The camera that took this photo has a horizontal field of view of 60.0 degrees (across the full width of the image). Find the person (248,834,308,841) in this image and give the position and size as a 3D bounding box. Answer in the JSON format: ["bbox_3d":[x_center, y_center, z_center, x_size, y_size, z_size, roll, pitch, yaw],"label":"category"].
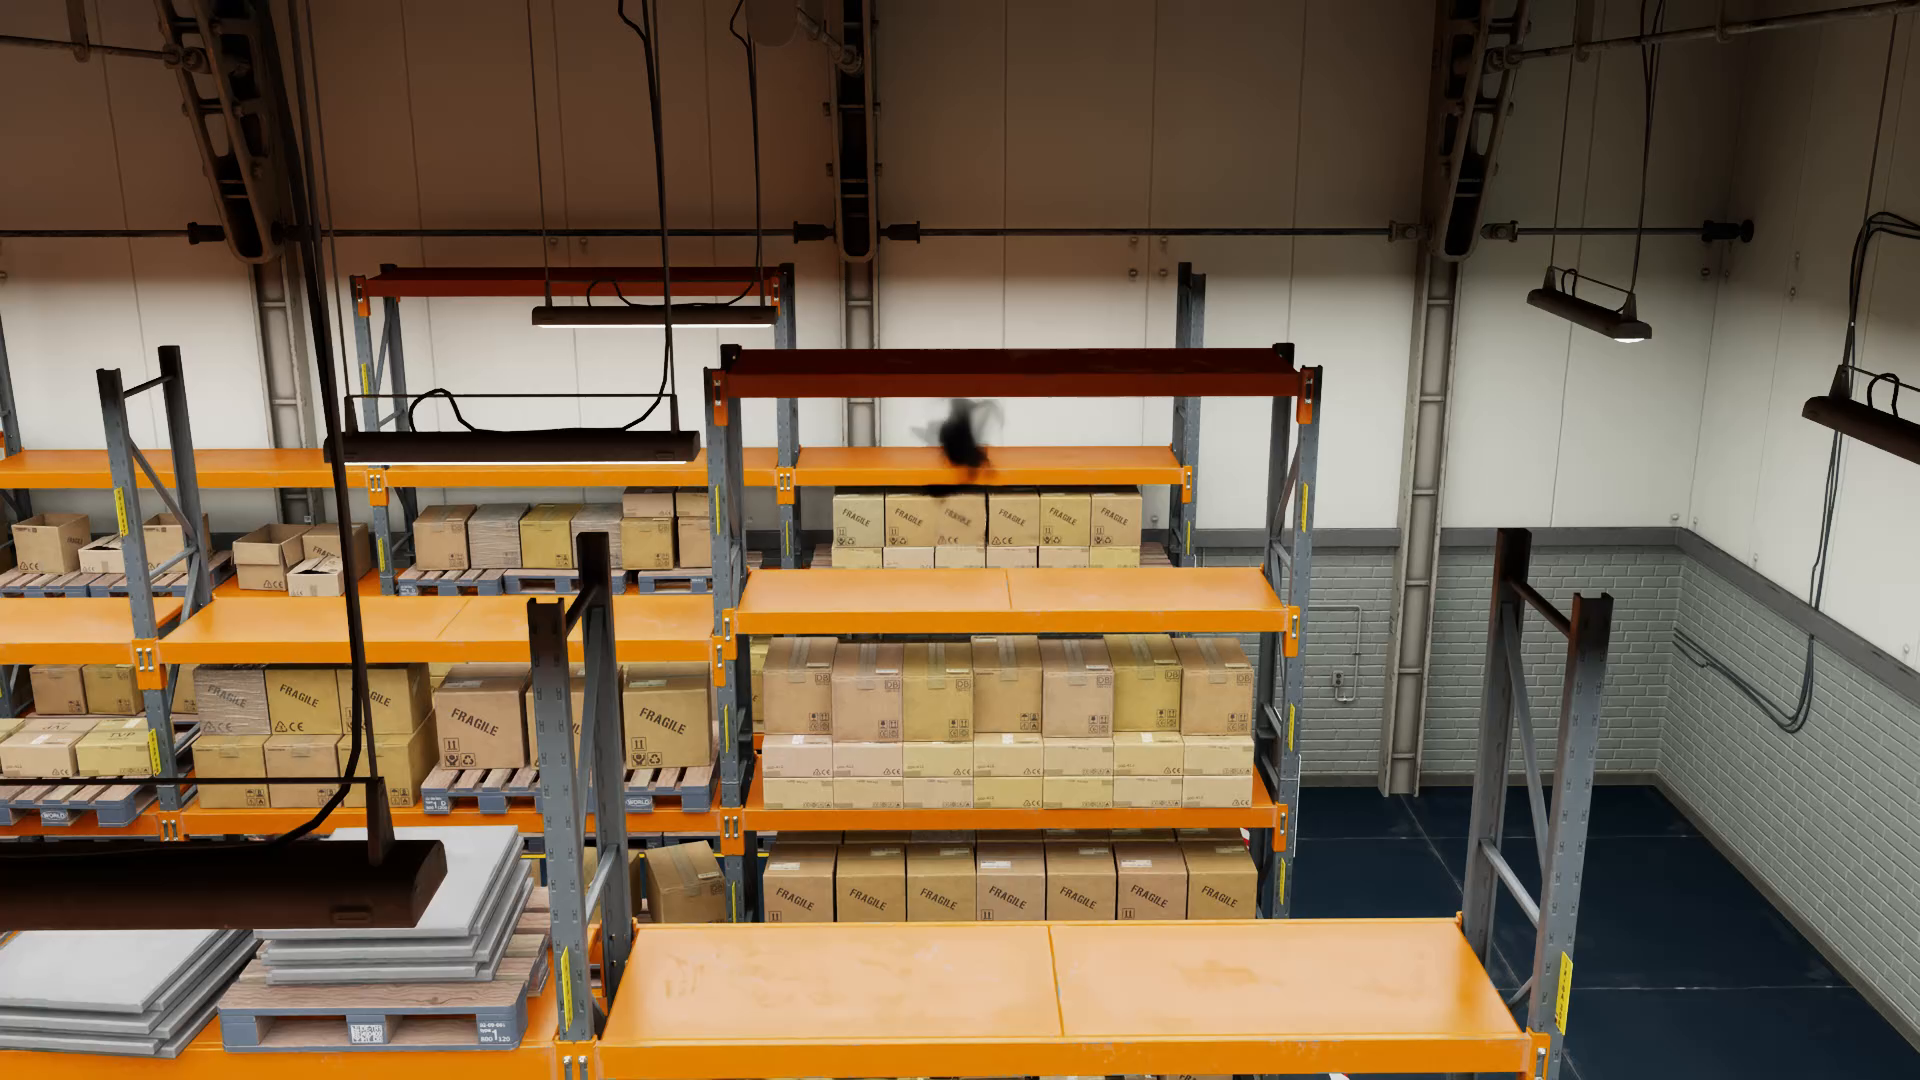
[{"bbox_3d":[-6.156,3.019,15.322,0.690,1.636,0.522,-2,16,-8],"label":"person"}]
